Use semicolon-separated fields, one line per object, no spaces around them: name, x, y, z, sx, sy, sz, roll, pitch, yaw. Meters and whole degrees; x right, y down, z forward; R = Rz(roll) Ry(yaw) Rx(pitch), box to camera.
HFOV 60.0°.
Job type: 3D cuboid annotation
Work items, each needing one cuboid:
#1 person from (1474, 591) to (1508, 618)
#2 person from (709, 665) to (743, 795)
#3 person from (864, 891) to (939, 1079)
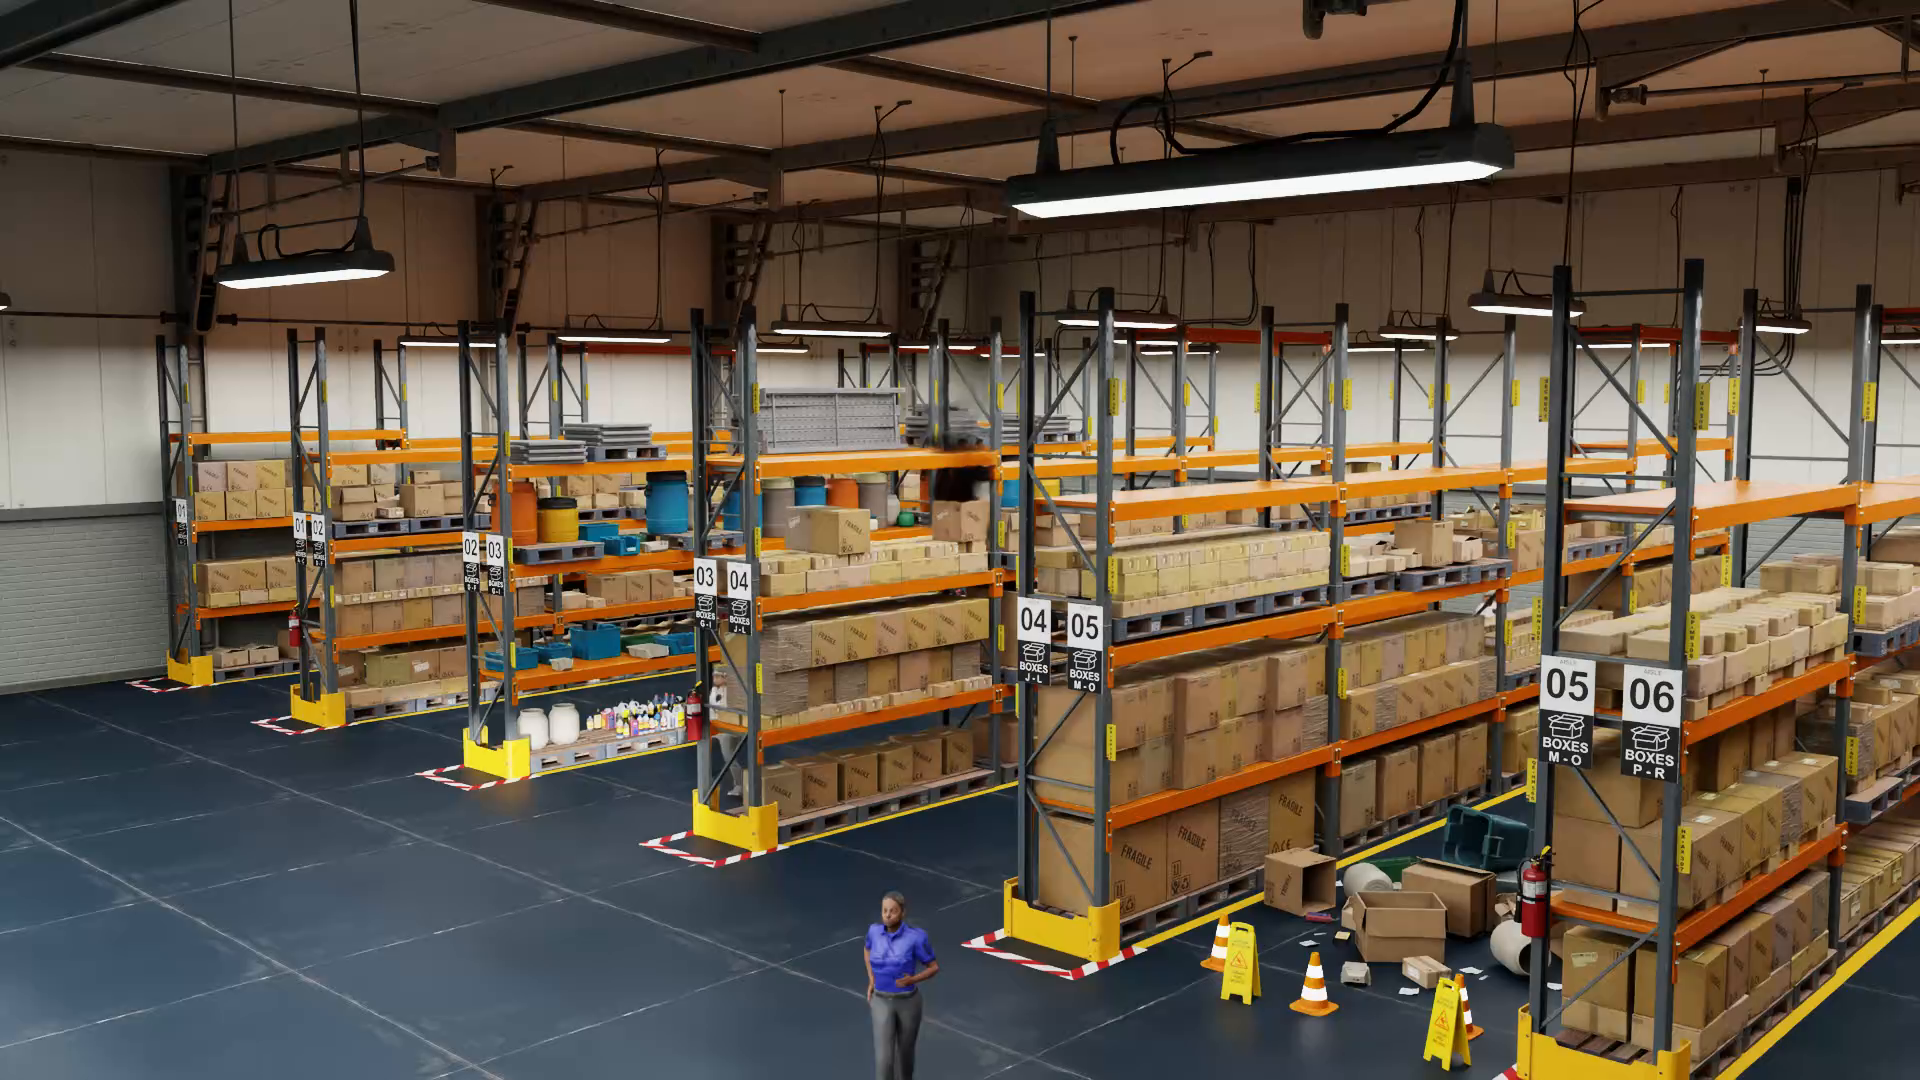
person;9.165;1.668;28.793;0.603;1.628;0.562;5;7;41
person;-2.964;2.404;20.519;0.576;1.743;0.732;4;7;36
person;-0.418;3.260;11.562;0.561;1.689;0.847;1;5;6
